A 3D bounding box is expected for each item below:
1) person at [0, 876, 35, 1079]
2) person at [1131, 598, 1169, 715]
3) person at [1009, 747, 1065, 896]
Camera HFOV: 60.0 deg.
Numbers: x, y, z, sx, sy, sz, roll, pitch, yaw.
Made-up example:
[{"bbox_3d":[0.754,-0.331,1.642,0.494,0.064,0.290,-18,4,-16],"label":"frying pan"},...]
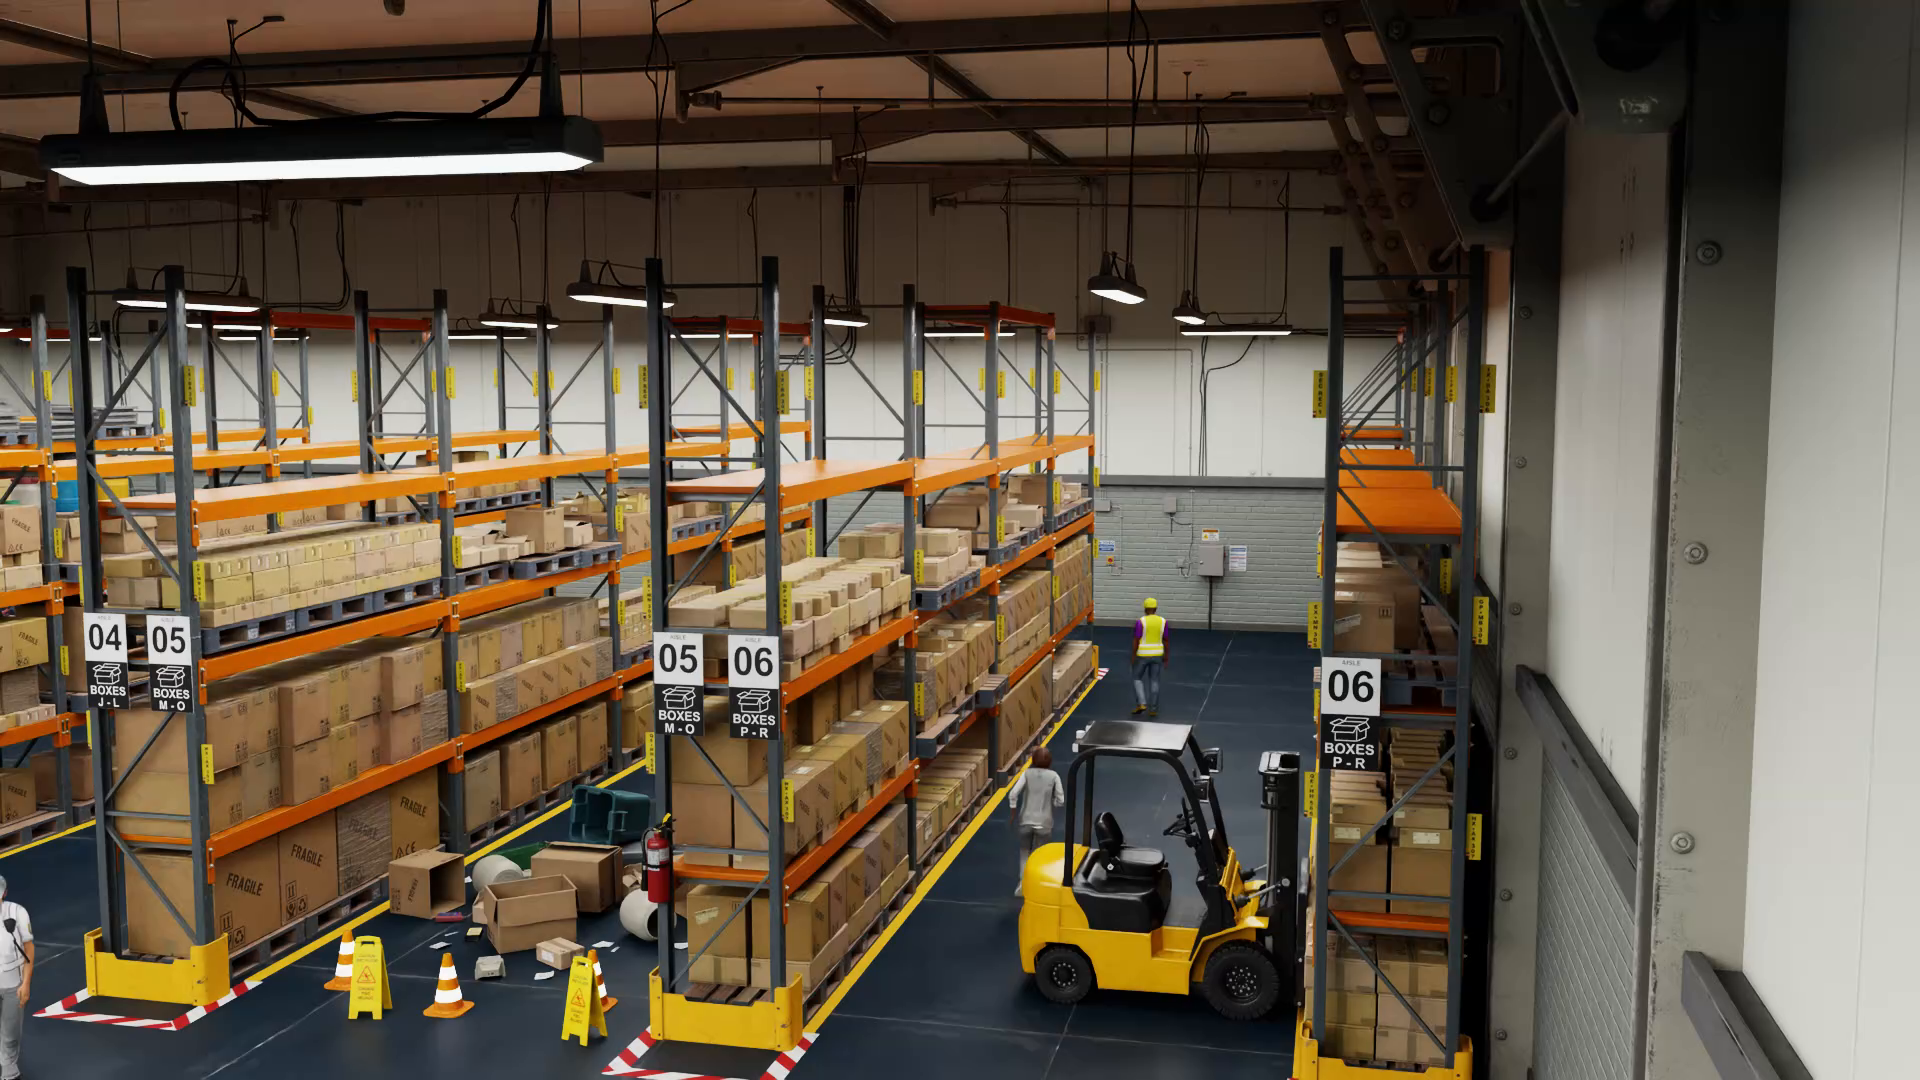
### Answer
[{"bbox_3d":[-6.837,3.155,11.764,0.529,1.608,0.980,-4,7,-36],"label":"person"},{"bbox_3d":[2.854,1.719,25.093,0.609,1.702,0.385,-1,6,-14],"label":"person"},{"bbox_3d":[0.751,2.783,16.282,0.520,1.500,0.754,2,6,16],"label":"person"}]
